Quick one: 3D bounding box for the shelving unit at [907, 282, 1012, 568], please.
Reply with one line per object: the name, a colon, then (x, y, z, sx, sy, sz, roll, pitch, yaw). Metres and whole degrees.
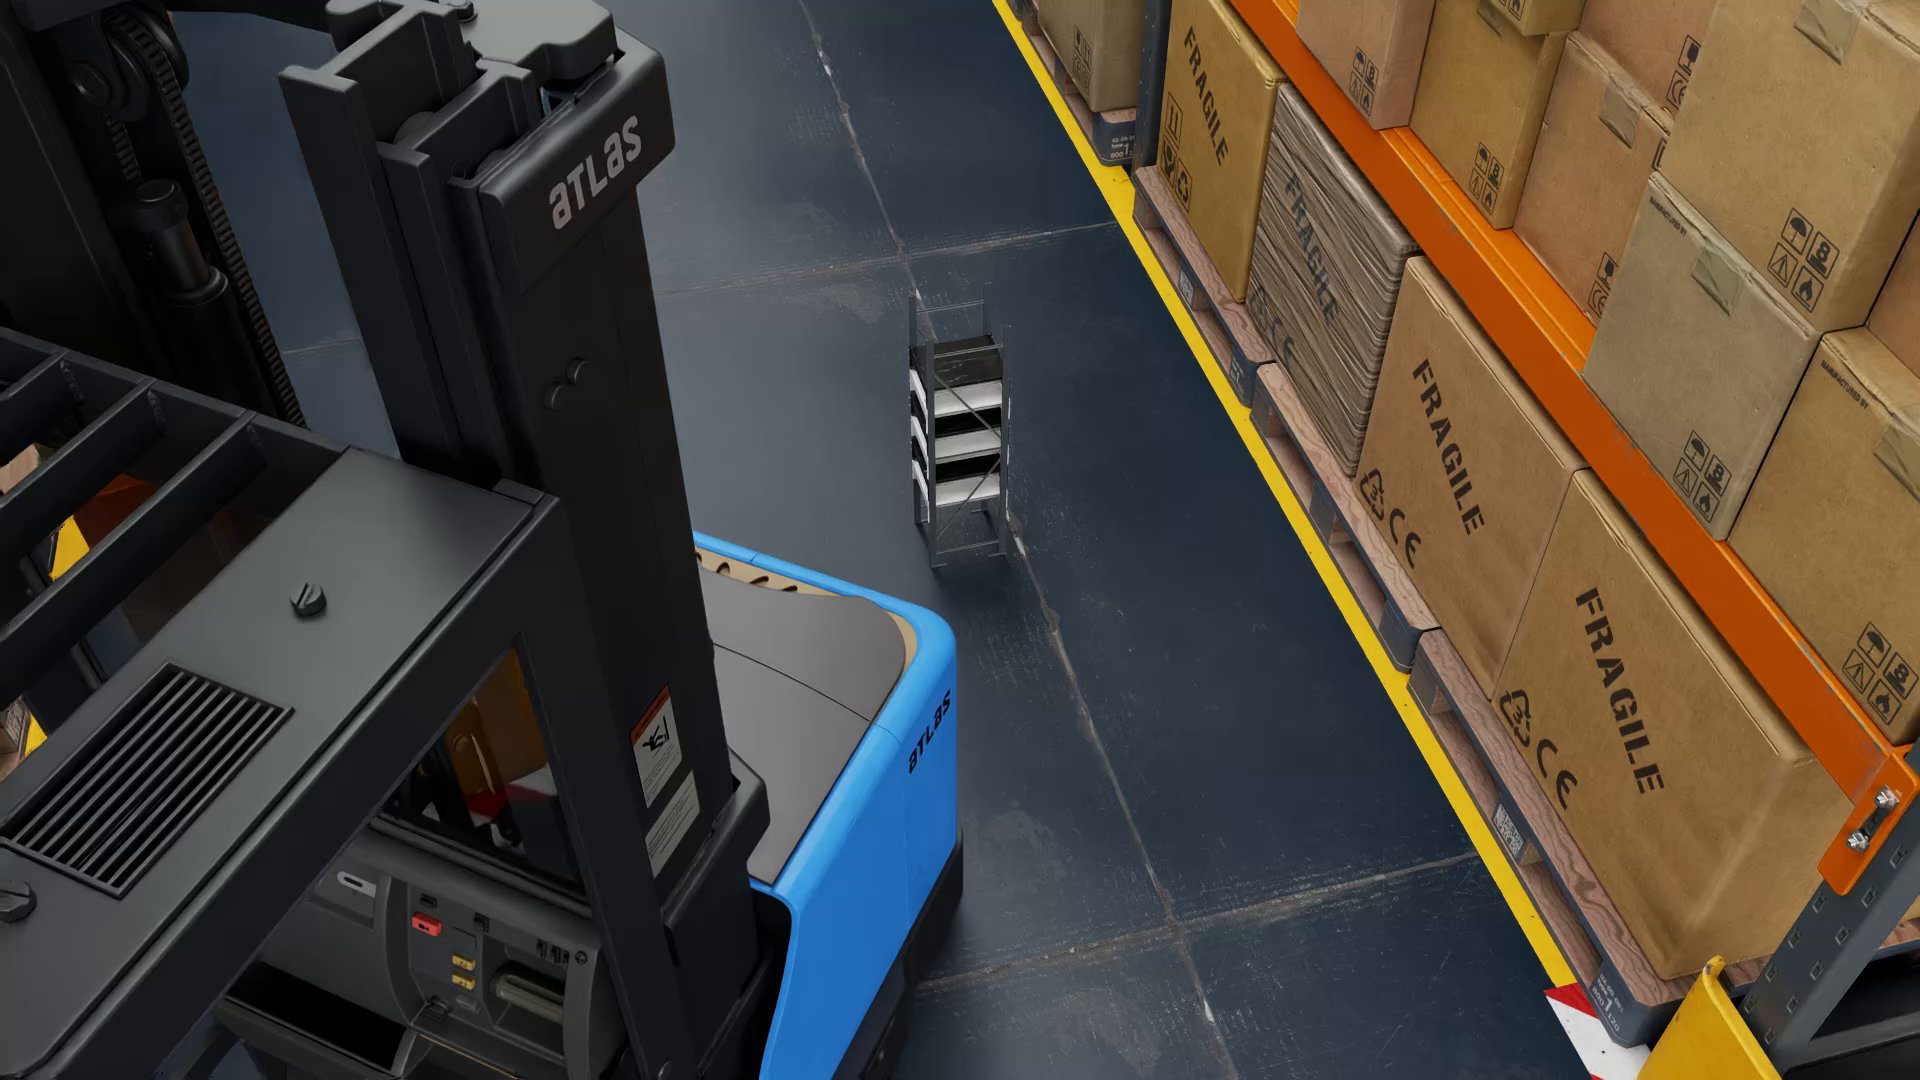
shelving unit: (-0.002, -0.321, 4.934, 0.258, 0.900, 0.210, -11, 47, -10)

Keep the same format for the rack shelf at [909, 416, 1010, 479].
rack shelf: (-0.002, -0.297, 4.958, 0.258, 0.077, 0.200, -11, 47, -10)

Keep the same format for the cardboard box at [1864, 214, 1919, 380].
cardboard box: (2.146, -0.472, 2.751, 0.875, 0.550, 0.550, -11, 47, -10)

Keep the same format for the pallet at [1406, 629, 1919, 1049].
pallet: (1.924, 0.660, 4.455, 1.003, 0.211, 1.213, -11, 47, -10)

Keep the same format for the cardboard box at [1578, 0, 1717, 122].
cardboard box: (1.904, -1.246, 3.510, 0.875, 0.550, 0.550, -11, 47, -10)

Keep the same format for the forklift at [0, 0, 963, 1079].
forklift: (-1.054, 0.715, 2.497, 1.130, 2.935, 3.031, 18, 48, 17)

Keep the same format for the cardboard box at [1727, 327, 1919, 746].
cardboard box: (2.065, -0.078, 3.122, 0.875, 0.550, 0.550, -11, 47, -10)

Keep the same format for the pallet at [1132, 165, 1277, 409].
pallet: (1.299, -1.024, 6.106, 1.003, 0.211, 1.213, -11, 47, -10)

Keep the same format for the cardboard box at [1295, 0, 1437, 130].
cardboard box: (1.473, -1.570, 4.583, 0.875, 0.550, 0.550, -11, 47, -10)

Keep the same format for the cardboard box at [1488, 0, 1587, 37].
cardboard box: (1.643, -1.588, 3.845, 0.875, 0.550, 0.500, -11, 47, -10)

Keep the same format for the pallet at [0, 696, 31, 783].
pallet: (-3.119, 0.575, 4.539, 1.003, 0.211, 1.213, -11, 47, -10)

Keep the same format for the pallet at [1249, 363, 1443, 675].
pallet: (1.615, -0.180, 5.279, 1.003, 0.211, 1.213, -11, 47, -10)

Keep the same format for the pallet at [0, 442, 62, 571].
pallet: (-3.435, -0.269, 5.366, 1.003, 0.211, 1.213, -11, 47, -10)

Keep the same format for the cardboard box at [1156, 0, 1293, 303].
cardboard box: (1.273, -1.496, 5.809, 0.875, 0.875, 0.875, -10, 46, -10)

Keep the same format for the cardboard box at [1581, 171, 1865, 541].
cardboard box: (1.903, -0.454, 3.490, 0.875, 0.550, 0.550, -11, 47, -10)

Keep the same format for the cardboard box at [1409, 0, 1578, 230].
cardboard box: (1.706, -1.222, 4.242, 0.875, 0.550, 0.500, -11, 47, -10)

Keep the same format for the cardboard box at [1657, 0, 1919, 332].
cardboard box: (1.916, -0.835, 3.107, 0.875, 0.550, 0.550, -11, 47, -10)

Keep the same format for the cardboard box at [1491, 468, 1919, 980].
cardboard box: (1.966, 0.363, 3.988, 0.875, 0.875, 0.875, -10, 47, -10)

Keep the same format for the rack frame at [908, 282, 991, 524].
rack frame: (-0.028, -0.391, 5.003, 0.240, 0.900, 0.006, -11, 47, -10)

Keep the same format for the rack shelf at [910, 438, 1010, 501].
rack shelf: (-0.002, -0.234, 5.022, 0.258, 0.077, 0.200, -11, 47, -10)

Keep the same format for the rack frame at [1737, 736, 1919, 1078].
rack frame: (2.201, 0.223, 2.932, 0.949, 2.616, 0.053, -11, 47, -10)

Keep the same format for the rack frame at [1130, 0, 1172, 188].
rack frame: (1.180, -2.540, 5.639, 1.000, 3.000, 0.127, -11, 47, -10)

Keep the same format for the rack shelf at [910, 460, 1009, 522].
rack shelf: (-0.002, -0.171, 5.086, 0.258, 0.077, 0.200, -11, 47, -10)

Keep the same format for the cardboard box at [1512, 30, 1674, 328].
cardboard box: (1.881, -0.864, 3.891, 0.875, 0.550, 0.550, -11, 47, -10)

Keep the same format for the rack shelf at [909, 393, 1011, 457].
rack shelf: (-0.002, -0.360, 4.894, 0.258, 0.077, 0.200, -11, 47, -10)

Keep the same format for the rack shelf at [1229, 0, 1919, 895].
rack shelf: (1.692, -0.907, 4.542, 1.077, 0.370, 4.000, -11, 47, -10)

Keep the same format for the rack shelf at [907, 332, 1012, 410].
rack shelf: (-0.002, -0.486, 4.765, 0.258, 0.077, 0.200, -11, 47, -10)

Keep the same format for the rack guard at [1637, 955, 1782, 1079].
rack guard: (2.210, 1.114, 3.809, 1.175, 0.500, 0.348, -11, 47, -10)

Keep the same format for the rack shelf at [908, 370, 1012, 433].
rack shelf: (-0.002, -0.423, 4.829, 0.258, 0.077, 0.200, -11, 47, -10)

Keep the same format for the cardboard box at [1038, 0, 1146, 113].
cardboard box: (0.934, -2.311, 6.696, 1.050, 0.750, 0.750, -11, 47, -11)

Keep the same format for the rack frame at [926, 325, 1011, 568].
rack frame: (0.024, -0.250, 4.865, 0.240, 0.900, 0.006, -11, 47, -10)

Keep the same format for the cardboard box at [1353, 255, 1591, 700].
cardboard box: (1.739, -0.244, 4.583, 0.875, 0.875, 0.875, -11, 47, -11)

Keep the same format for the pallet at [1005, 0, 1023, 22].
pallet: (0.594, -2.926, 7.970, 1.003, 0.211, 1.213, -11, 47, -10)

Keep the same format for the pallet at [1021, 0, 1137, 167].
pallet: (0.909, -2.083, 7.143, 1.003, 0.211, 1.213, -11, 47, -10)

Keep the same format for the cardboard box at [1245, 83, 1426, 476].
cardboard box: (1.508, -0.874, 5.200, 0.875, 0.875, 0.875, -10, 46, -10)
